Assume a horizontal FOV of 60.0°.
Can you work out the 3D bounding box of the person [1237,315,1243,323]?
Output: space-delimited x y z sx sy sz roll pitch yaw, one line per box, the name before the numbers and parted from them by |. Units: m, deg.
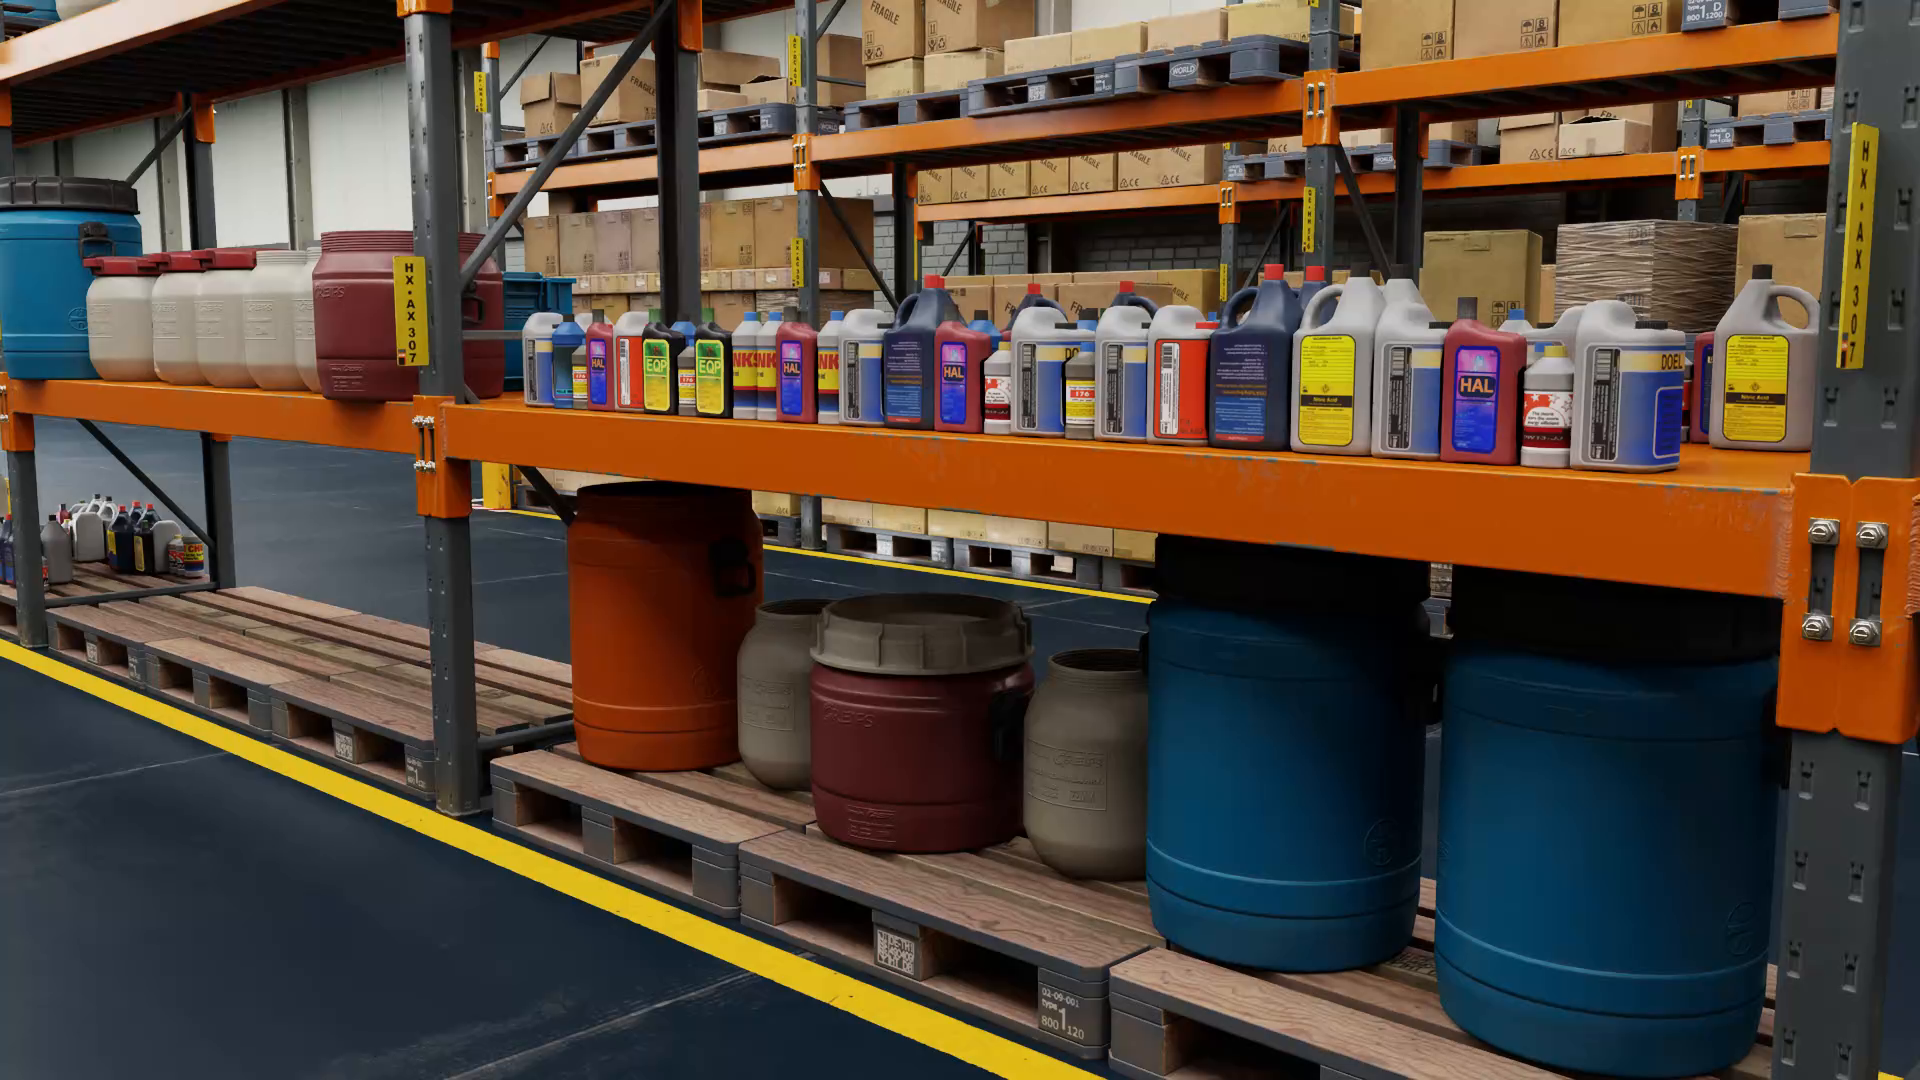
person | 1.227 -0.164 7.119 0.397 1.597 0.496 7 10 44
